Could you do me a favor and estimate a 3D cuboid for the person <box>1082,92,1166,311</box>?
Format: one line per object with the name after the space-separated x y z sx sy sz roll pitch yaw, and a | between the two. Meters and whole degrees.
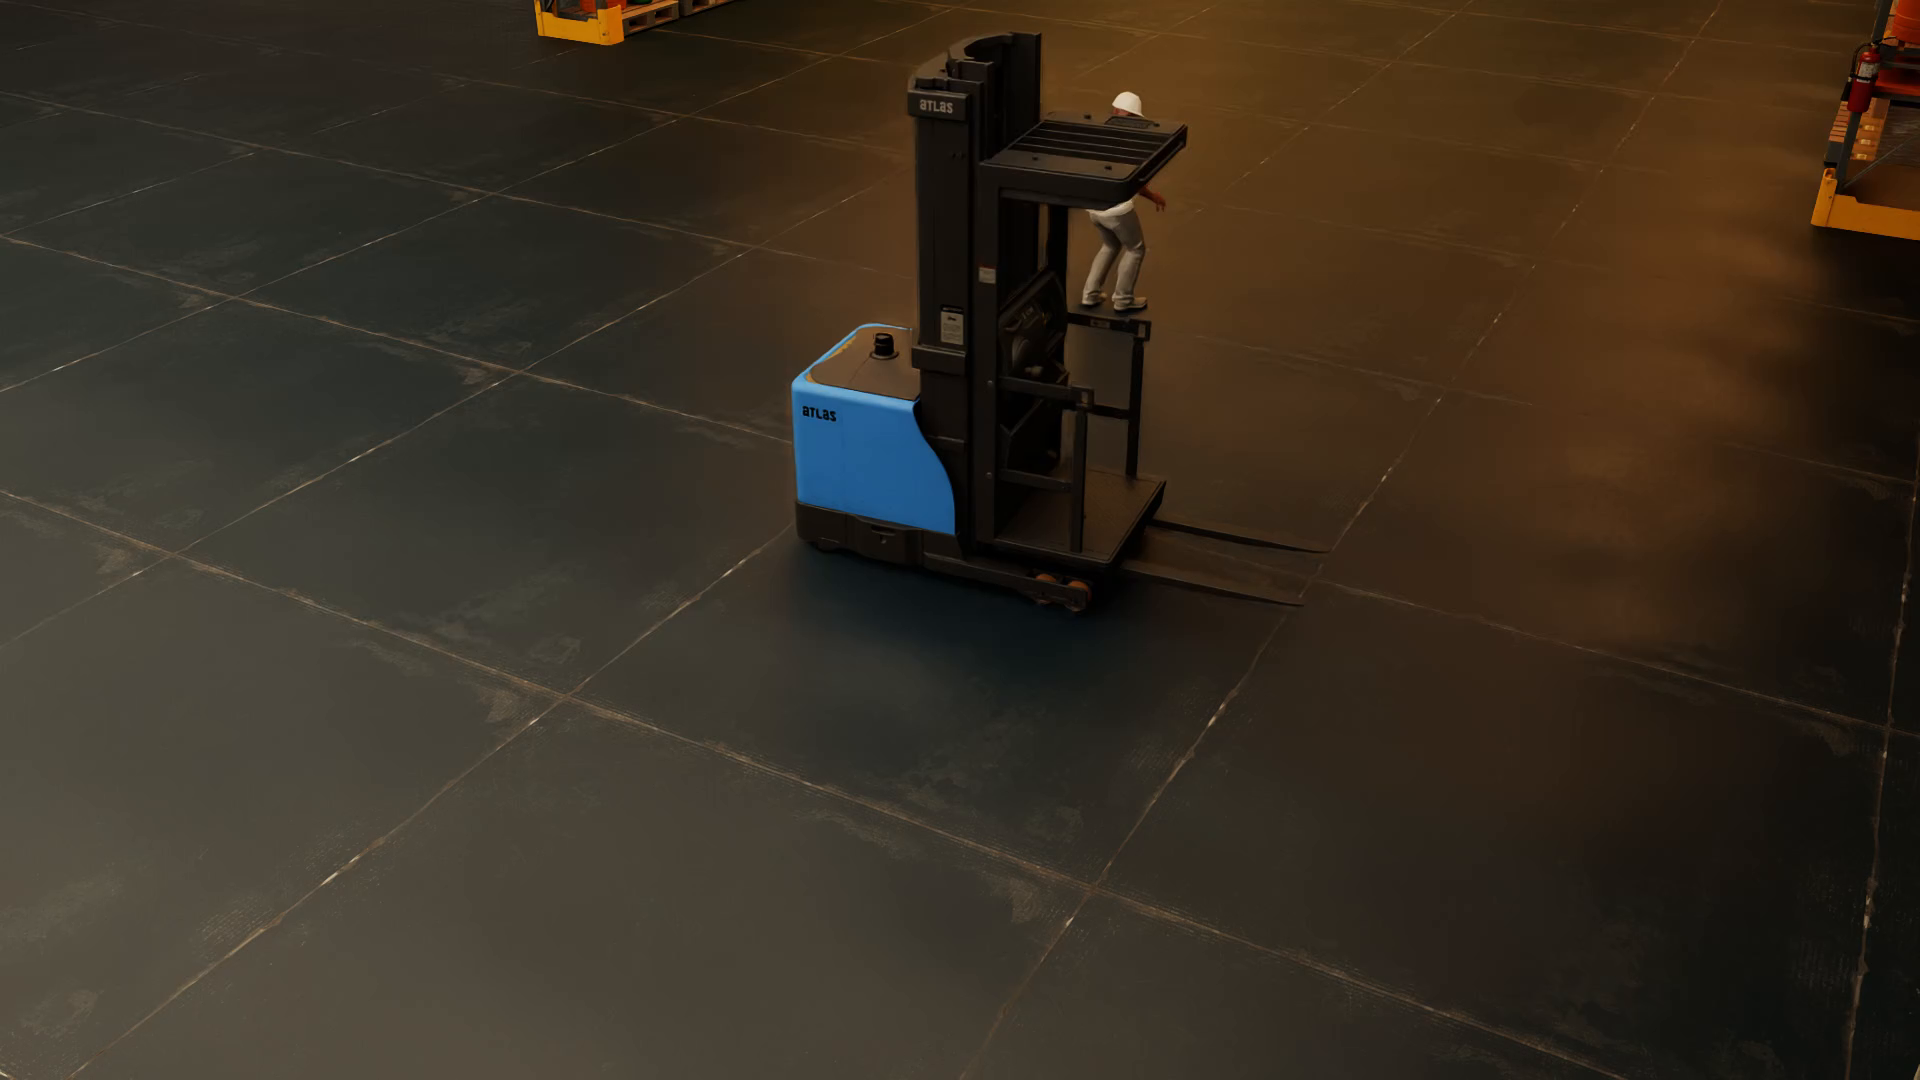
1.263 -2.592 12.838 0.645 1.716 0.821 -14 33 -23 | person

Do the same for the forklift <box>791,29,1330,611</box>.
0.587 -1.173 9.103 3.031 2.935 1.130 12 32 20 | forklift
